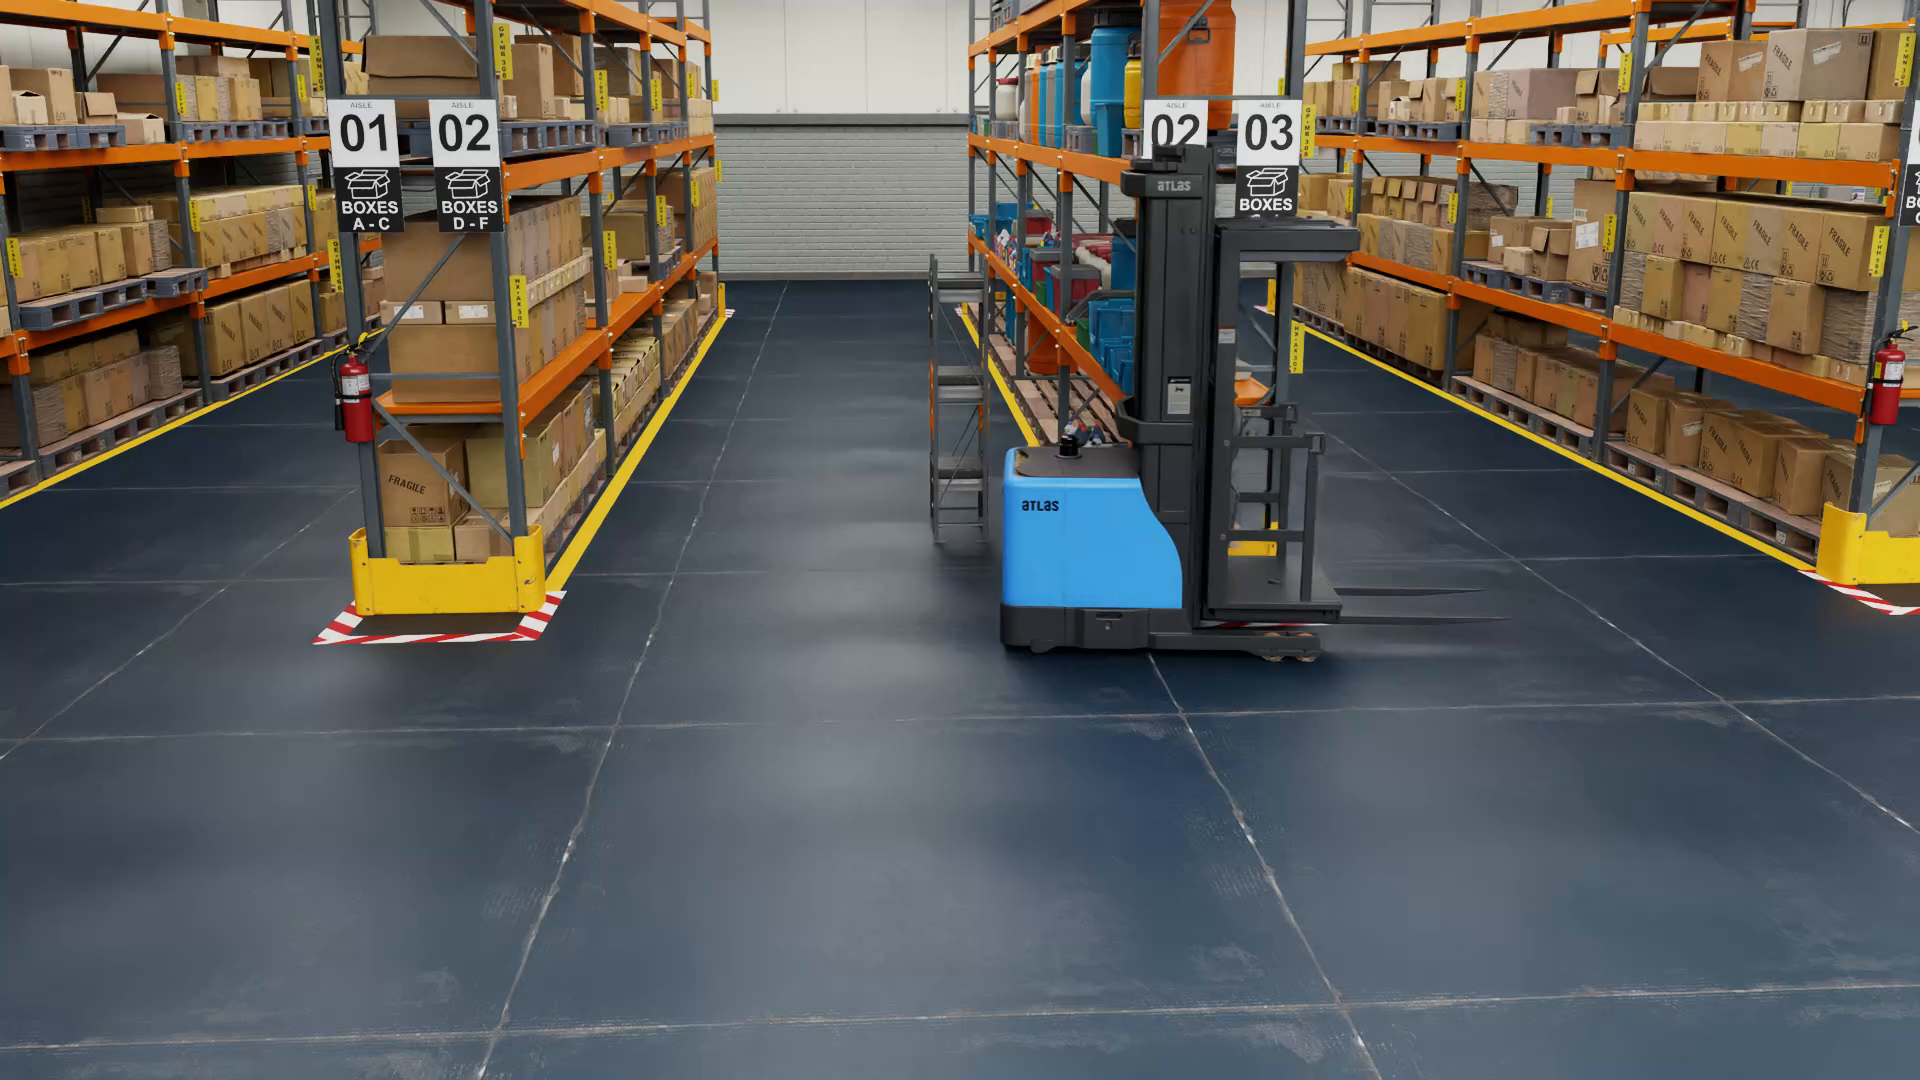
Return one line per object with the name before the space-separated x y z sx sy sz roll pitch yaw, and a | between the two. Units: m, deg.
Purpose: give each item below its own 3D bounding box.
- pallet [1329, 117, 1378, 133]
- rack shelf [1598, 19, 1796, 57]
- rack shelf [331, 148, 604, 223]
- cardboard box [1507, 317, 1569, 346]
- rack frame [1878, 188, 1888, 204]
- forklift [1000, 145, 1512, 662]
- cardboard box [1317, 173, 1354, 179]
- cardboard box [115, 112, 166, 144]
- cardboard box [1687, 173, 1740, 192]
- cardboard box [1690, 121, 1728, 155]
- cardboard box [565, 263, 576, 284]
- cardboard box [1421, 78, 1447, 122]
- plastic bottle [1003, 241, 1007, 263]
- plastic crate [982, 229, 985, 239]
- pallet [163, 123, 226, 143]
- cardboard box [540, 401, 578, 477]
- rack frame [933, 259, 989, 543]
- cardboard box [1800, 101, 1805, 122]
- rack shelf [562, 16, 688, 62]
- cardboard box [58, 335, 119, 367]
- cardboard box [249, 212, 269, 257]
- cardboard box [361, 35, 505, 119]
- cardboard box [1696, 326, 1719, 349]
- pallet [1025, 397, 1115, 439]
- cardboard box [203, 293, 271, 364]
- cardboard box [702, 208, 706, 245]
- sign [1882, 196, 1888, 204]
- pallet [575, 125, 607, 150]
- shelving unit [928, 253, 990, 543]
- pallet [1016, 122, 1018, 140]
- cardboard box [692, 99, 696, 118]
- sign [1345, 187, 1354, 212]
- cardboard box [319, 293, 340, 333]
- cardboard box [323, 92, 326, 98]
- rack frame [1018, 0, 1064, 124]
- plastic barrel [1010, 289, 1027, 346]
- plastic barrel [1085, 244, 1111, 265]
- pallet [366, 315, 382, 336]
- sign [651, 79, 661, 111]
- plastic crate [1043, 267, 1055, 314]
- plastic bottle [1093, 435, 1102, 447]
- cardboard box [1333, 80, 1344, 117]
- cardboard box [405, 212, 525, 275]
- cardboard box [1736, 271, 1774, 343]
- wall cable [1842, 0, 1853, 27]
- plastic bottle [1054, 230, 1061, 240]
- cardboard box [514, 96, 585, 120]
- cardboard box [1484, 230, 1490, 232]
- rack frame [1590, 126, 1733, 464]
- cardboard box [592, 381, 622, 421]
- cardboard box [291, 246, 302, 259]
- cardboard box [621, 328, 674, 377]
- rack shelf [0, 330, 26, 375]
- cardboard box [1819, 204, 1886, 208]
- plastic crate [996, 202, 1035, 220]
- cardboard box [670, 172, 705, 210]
pallet | 5.790 -5.777 23.117 1.003 0.211 1.213 -1 14 -3
rack shelf | 10.663 -7.268 24.164 1.077 0.370 4.000 -1 14 -3
rack shelf | -3.438 -2.629 12.148 1.077 0.370 4.000 -1 14 -3
cardboard box | 6.193 -2.236 17.828 0.500 0.250 0.500 1 14 3
rack frame | 15.474 -5.311 27.150 1.000 3.000 0.127 -1 14 -3
forklift | 1.771 -0.841 9.912 3.031 2.935 1.130 1 14 2
cardboard box | 5.875 -5.476 25.988 0.500 0.500 0.500 -1 14 -3
cardboard box | -8.439 -4.184 16.886 0.500 0.311 0.500 -1 14 -3
cardboard box | 10.488 -5.004 23.153 0.500 0.500 0.500 -1 14 -5
cardboard box | 6.156 -3.183 13.158 0.500 0.250 0.500 -1 15 -6
cardboard box | -3.281 -2.128 13.276 0.380 0.149 0.250 -1 14 -4
cardboard box | 5.827 -5.237 19.798 0.500 0.500 0.500 0 14 0
plastic bottle | 0.587 -3.587 20.704 0.097 0.271 0.097 0 14 0
plastic crate | 0.479 -4.417 24.082 0.293 0.136 0.466 -1 14 -3
pallet | -8.846 -4.460 18.200 1.213 0.211 1.003 0 14 -1
cardboard box | -3.215 -0.772 12.677 0.500 0.500 0.500 -1 14 -3
rack frame | 0.005 -0.997 12.189 0.400 2.100 0.015 -1 14 -3
cardboard box | 6.290 -3.075 11.939 0.380 0.149 0.250 -1 14 -3
rack shelf | -3.933 -5.877 19.557 1.077 0.370 4.000 -1 14 -3
cardboard box | -8.647 -1.856 16.349 0.500 0.250 0.500 -1 14 -4
cardboard box | -8.621 -3.649 19.853 0.500 0.500 0.500 0 14 -2
cardboard box | -3.345 -2.944 10.598 0.797 0.503 0.637 0 14 0
cardboard box | 6.145 -1.621 13.312 0.380 0.149 0.250 -1 14 -3
pallet | 1.217 -1.246 16.945 1.003 0.211 1.213 -1 14 -3
cardboard box | -8.716 -2.505 19.712 0.750 0.750 0.750 -1 14 -4
cardboard box | -3.880 -4.443 23.573 0.500 0.500 0.500 -1 14 -4
sign | 10.494 -3.732 18.846 0.100 0.325 0.005 -1 14 -3
pallet | -3.629 -3.601 14.867 0.805 0.209 1.217 -1 15 -6
shelving unit | -0.010 -1.058 12.425 0.431 2.100 0.503 -1 14 -3
pallet | 1.185 -4.645 18.920 1.003 0.211 1.213 -1 14 -3
cardboard box | -3.872 -5.883 22.649 0.500 0.250 0.500 -1 14 -3
sign | 5.277 -4.612 22.536 0.100 0.325 0.005 -1 14 -3
cardboard box | -8.945 -3.115 22.785 0.700 0.500 0.500 -1 14 -3
cardboard box | -8.803 -6.239 22.486 0.500 0.500 0.500 -1 14 -5
rack frame | 1.135 -5.998 17.778 1.000 3.000 0.127 -1 14 -3
plastic barrel | 0.948 -2.963 21.389 0.600 0.901 0.708 -1 14 -3
plastic barrel | 1.470 -2.695 16.707 0.433 0.535 0.433 0 14 0
pallet | -9.049 -3.078 24.066 1.003 0.211 1.213 -1 14 -3
sign | -3.255 -4.765 17.809 0.100 0.325 0.005 -1 14 -3
plastic crate | 1.004 -2.359 15.708 0.392 0.384 0.575 -1 14 -3
plastic bottle | 1.148 -0.748 14.006 0.097 0.271 0.097 0 14 0
cardboard box | 5.693 -6.244 23.511 0.700 0.500 0.500 0 14 -1
cardboard box | -3.371 -1.964 11.336 0.700 0.500 0.500 -1 14 -5
cardboard box | 6.429 -1.756 12.535 0.875 0.500 0.500 -1 14 -3
wall cable | 18.373 -9.690 32.052 2.988 3.039 0.133 -1 14 -3
plastic bottle | 1.282 -3.794 21.350 0.144 0.351 0.185 -1 14 -3
cardboard box | -3.590 -3.759 14.554 0.500 0.250 0.500 1 14 2
cardboard box | 6.320 -3.342 19.296 0.500 0.500 0.500 0 14 -2
rack frame | 6.326 -2.174 14.956 1.000 3.000 0.127 -1 14 -3
cardboard box | -3.338 -1.272 15.000 0.500 0.311 0.500 -1 14 -3
cardboard box | -8.658 -3.680 21.274 0.380 0.149 0.250 -1 14 -2
cardboard box | -3.552 -2.137 18.945 0.500 0.500 0.500 0 14 -1
rack shelf | -8.382 -1.099 12.221 1.077 0.370 4.000 -1 14 -3
cardboard box | 6.755 -2.246 12.430 0.500 0.500 0.500 -1 14 -3
plastic crate | 0.846 -5.048 25.934 0.616 0.435 0.499 -1 14 -3
cardboard box | -3.869 -4.922 23.429 0.500 0.500 0.500 -1 14 -5
